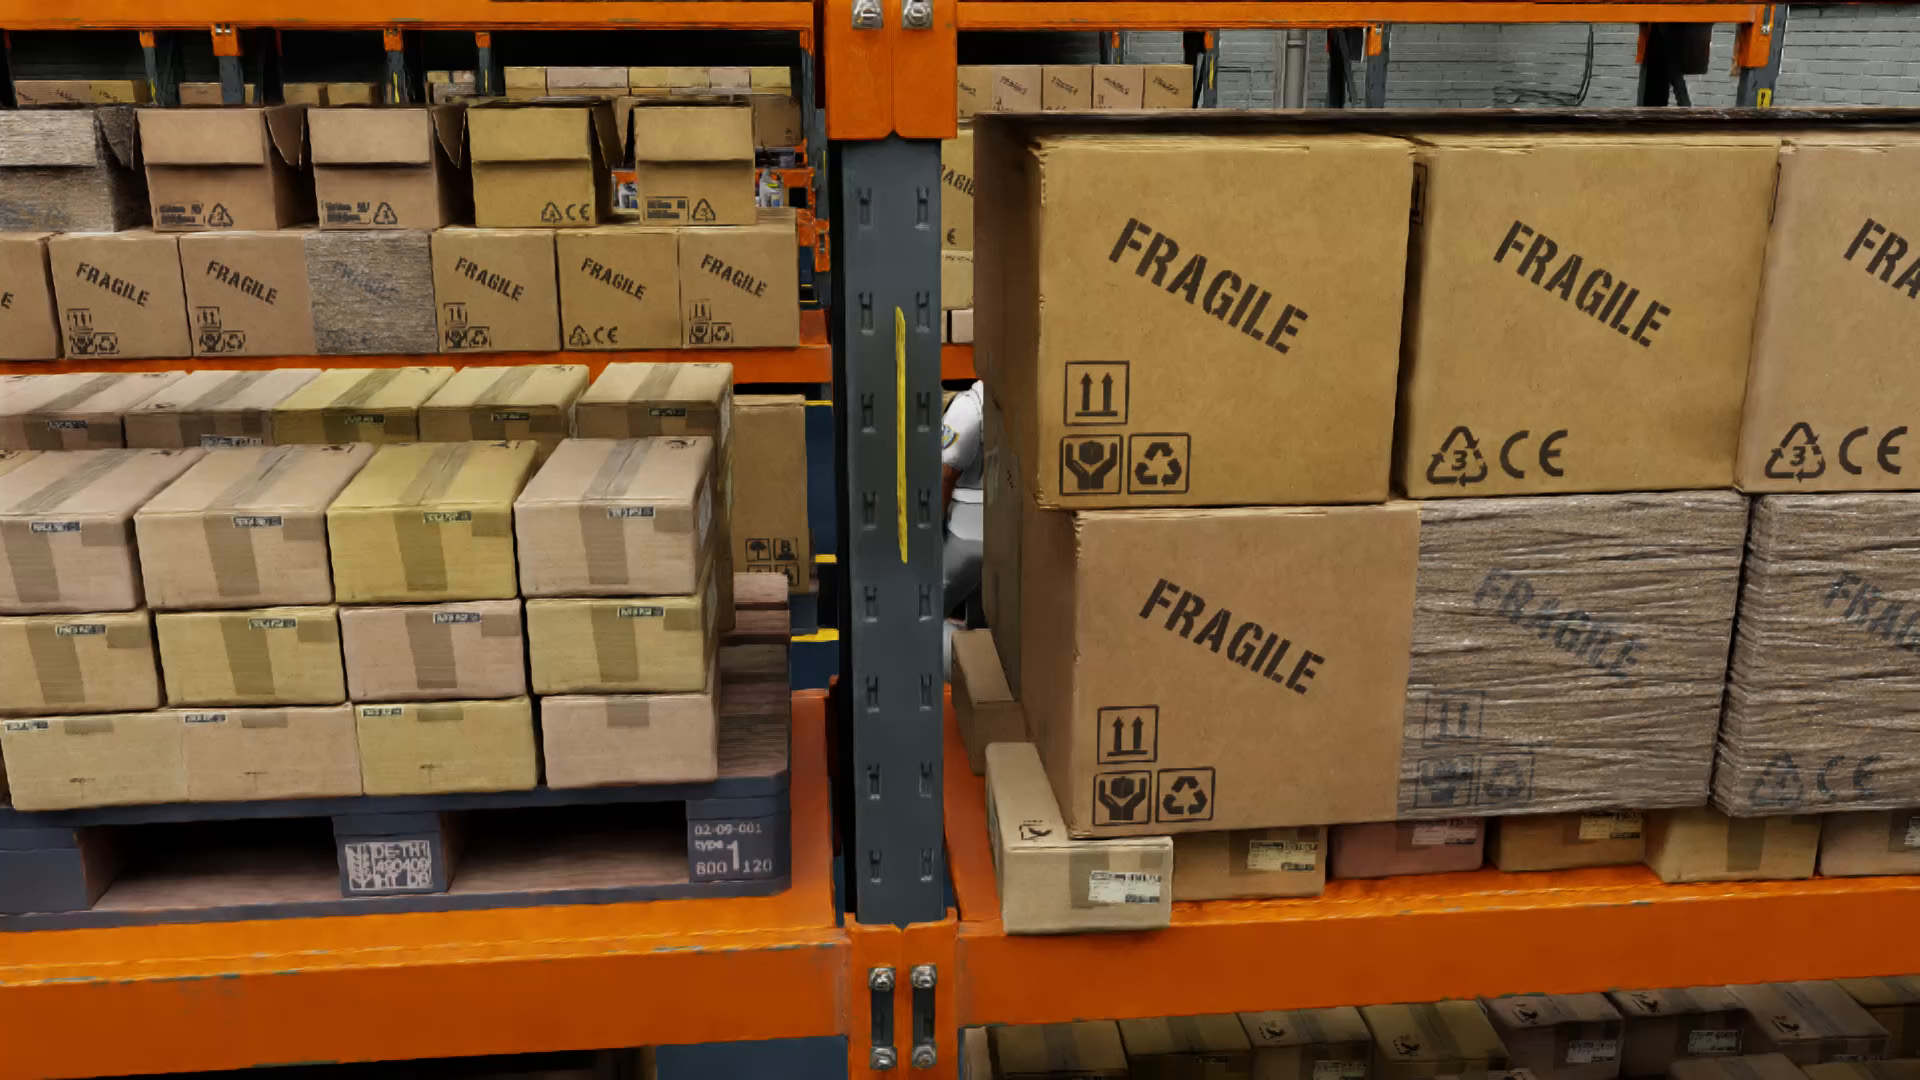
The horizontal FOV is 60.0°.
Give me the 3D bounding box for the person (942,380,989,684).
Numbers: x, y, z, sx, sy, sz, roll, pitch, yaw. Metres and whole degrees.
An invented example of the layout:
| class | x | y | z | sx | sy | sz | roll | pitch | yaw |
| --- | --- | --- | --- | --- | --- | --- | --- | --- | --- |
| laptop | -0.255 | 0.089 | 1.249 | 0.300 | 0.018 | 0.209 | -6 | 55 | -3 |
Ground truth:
| class | x | y | z | sx | sy | sz | roll | pitch | yaw |
| --- | --- | --- | --- | --- | --- | --- | --- | --- | --- |
| person | 0.076 | -0.007 | 6.087 | 0.523 | 1.664 | 0.637 | -13 | 21 | -37 |
